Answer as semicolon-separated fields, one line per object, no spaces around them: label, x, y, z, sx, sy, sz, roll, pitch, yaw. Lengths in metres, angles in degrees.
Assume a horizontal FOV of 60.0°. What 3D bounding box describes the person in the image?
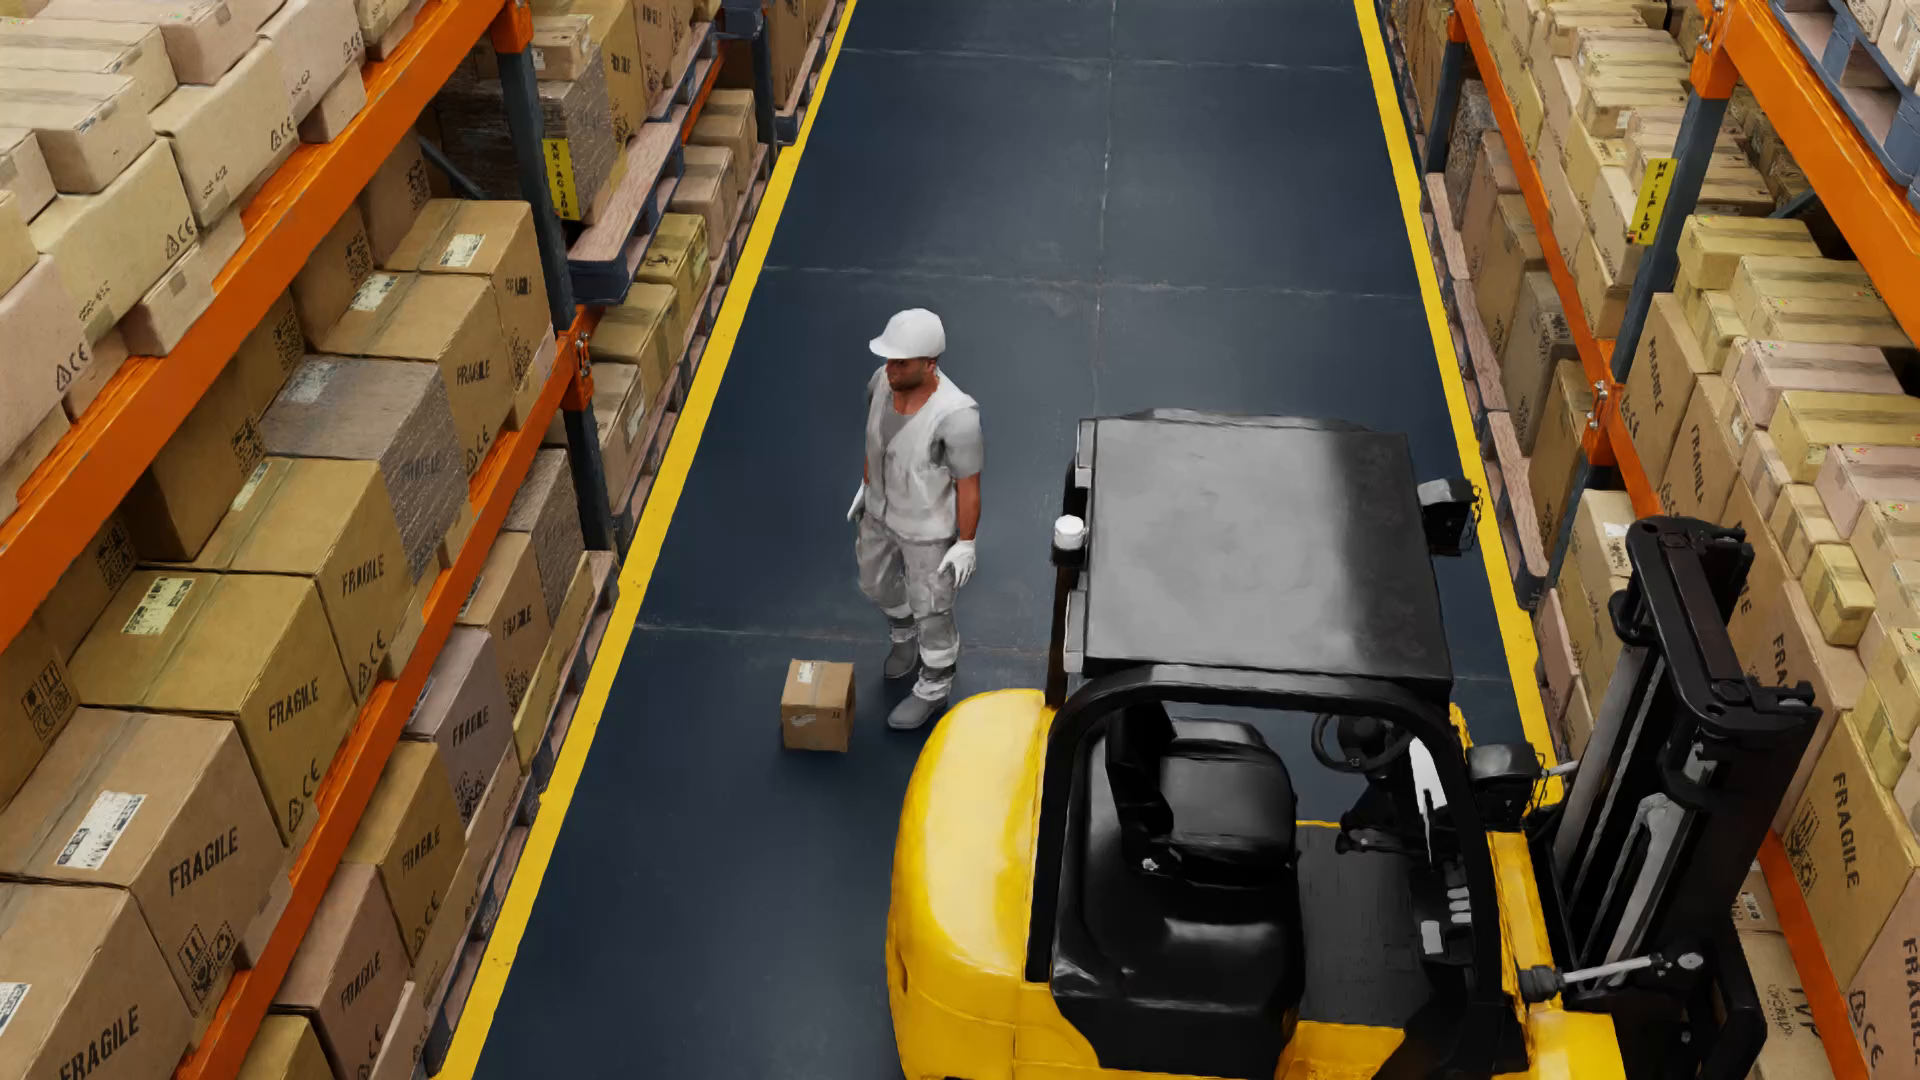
person;-0.166;-0.064;6.209;0.464;1.812;0.579;-30;48;-31
